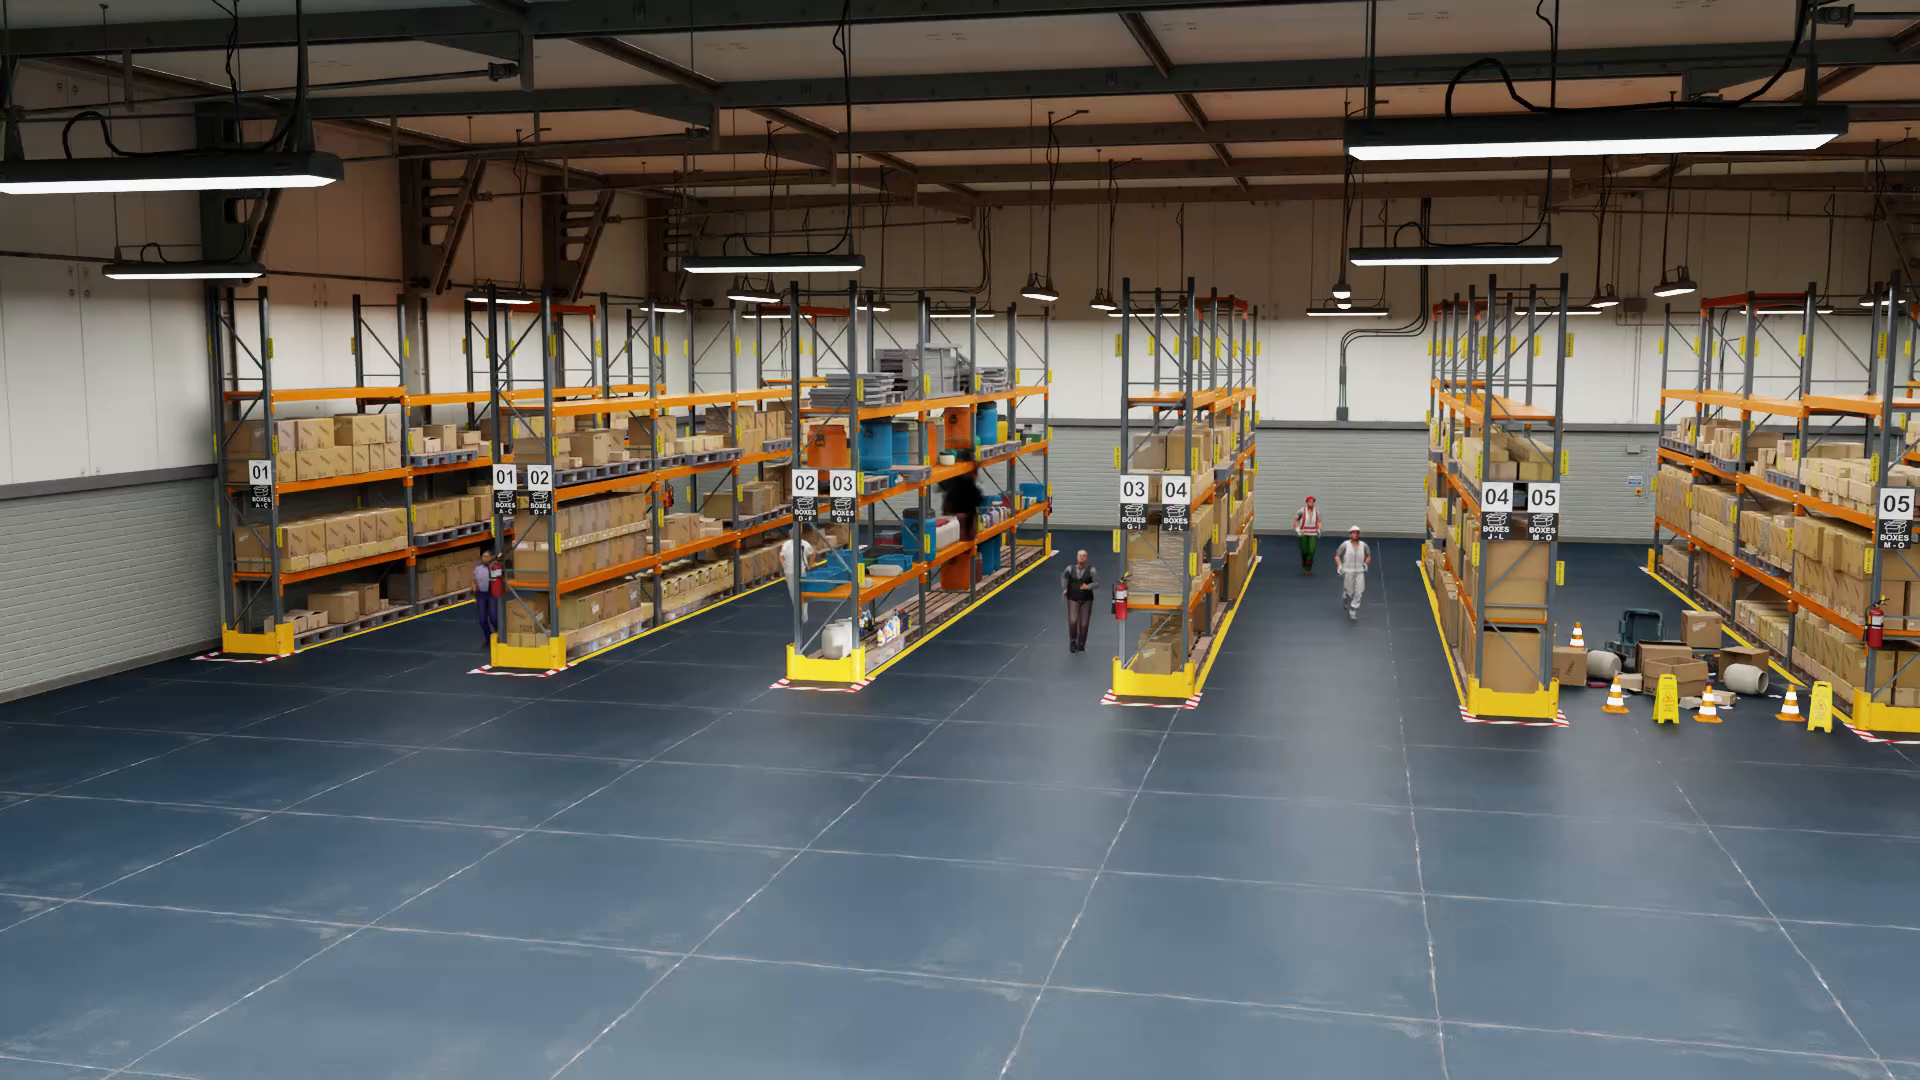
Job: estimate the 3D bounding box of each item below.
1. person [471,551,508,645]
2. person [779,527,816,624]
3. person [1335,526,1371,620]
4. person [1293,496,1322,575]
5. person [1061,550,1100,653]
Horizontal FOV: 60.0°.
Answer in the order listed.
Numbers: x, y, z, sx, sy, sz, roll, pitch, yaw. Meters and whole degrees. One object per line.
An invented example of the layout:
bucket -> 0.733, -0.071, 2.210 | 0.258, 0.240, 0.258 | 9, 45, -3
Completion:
person -> -7.961, 0.987, 28.048 | 0.598, 1.601, 0.557 | 0, 7, 0
person -> -2.852, 0.614, 28.806 | 0.603, 1.692, 0.574 | 1, 7, 12
person -> 7.304, 0.606, 30.851 | 0.657, 1.743, 0.605 | 0, 7, 1
person -> 7.750, -0.107, 36.999 | 0.652, 1.750, 0.511 | 0, 7, 0
person -> 1.960, 1.012, 27.208 | 0.644, 1.698, 0.640 | 1, 7, 4
